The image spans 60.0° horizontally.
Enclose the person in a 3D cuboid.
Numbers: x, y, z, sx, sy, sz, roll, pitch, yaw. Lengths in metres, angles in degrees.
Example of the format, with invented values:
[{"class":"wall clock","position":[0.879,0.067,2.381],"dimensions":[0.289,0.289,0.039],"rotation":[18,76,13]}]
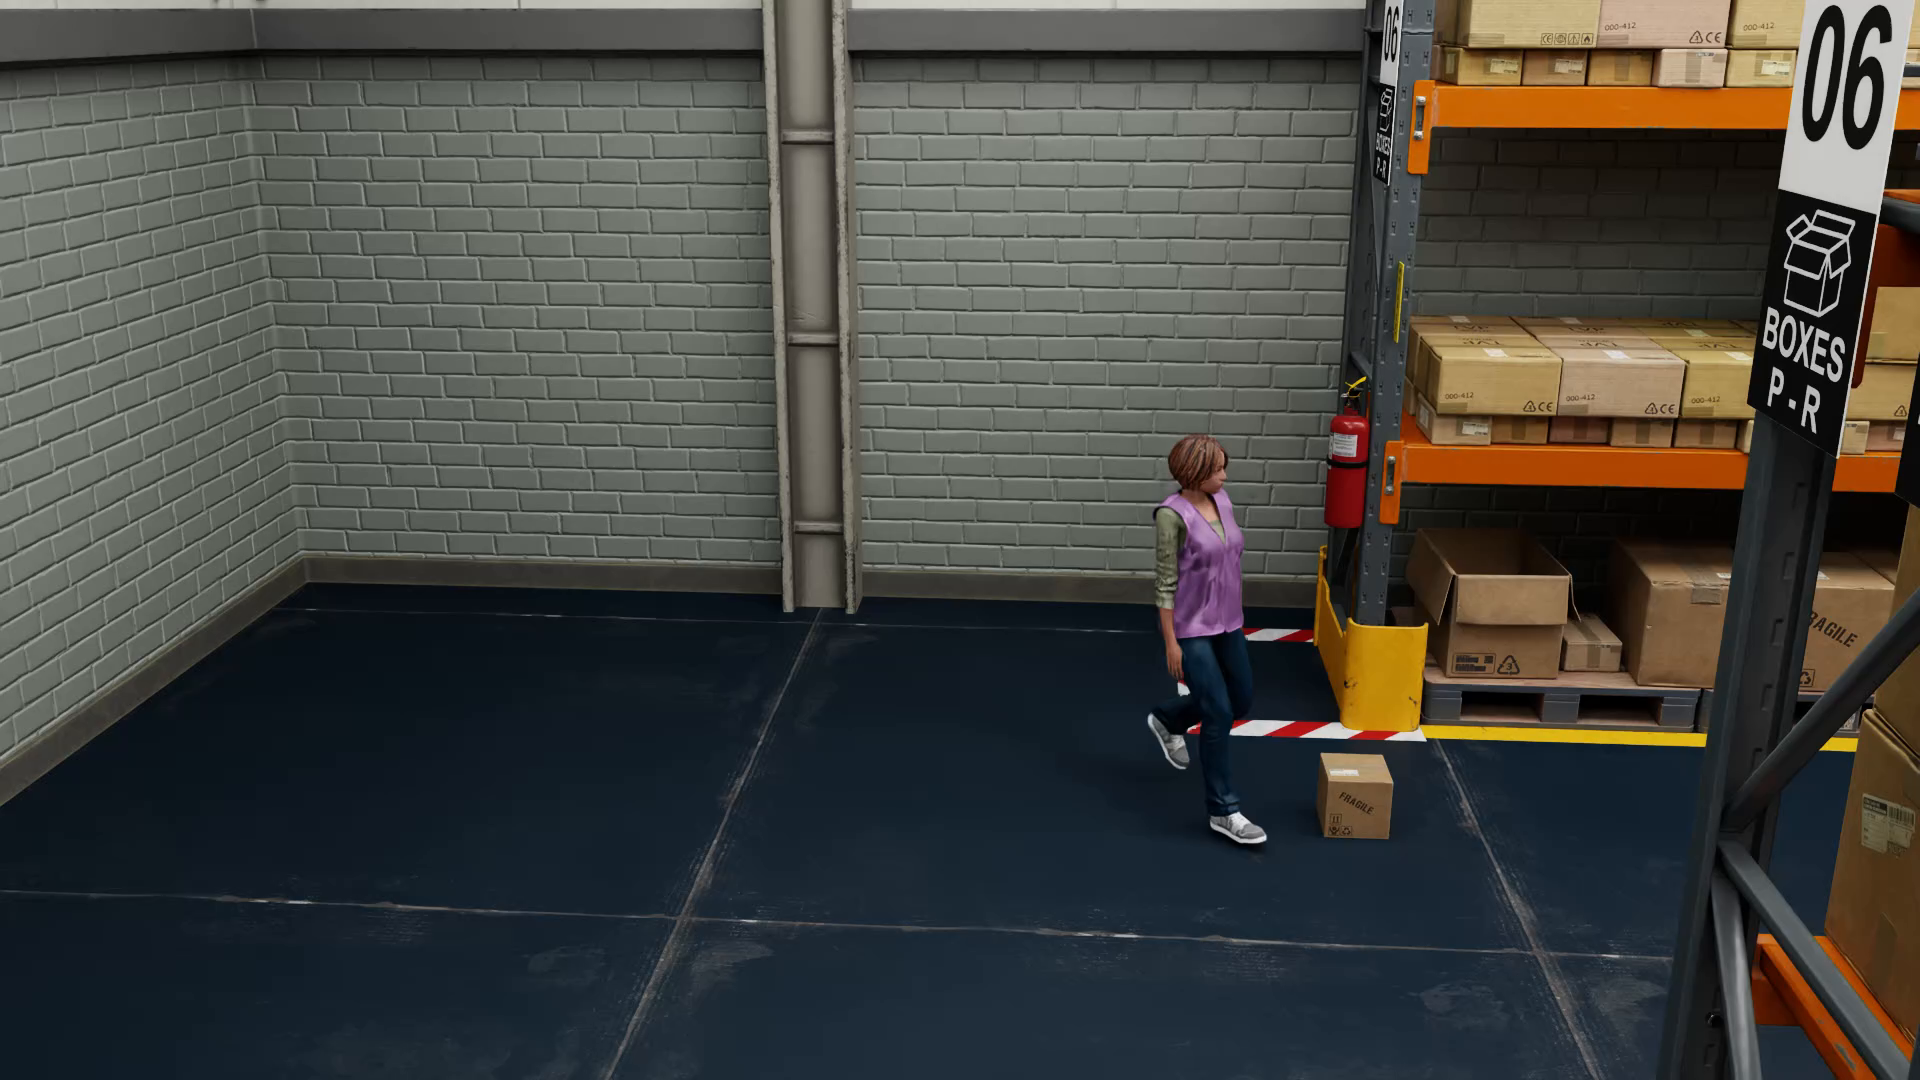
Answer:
[{"class":"person","position":[0.968,0.349,6.491],"dimensions":[0.438,1.557,0.762],"rotation":[-15,23,-39]}]
